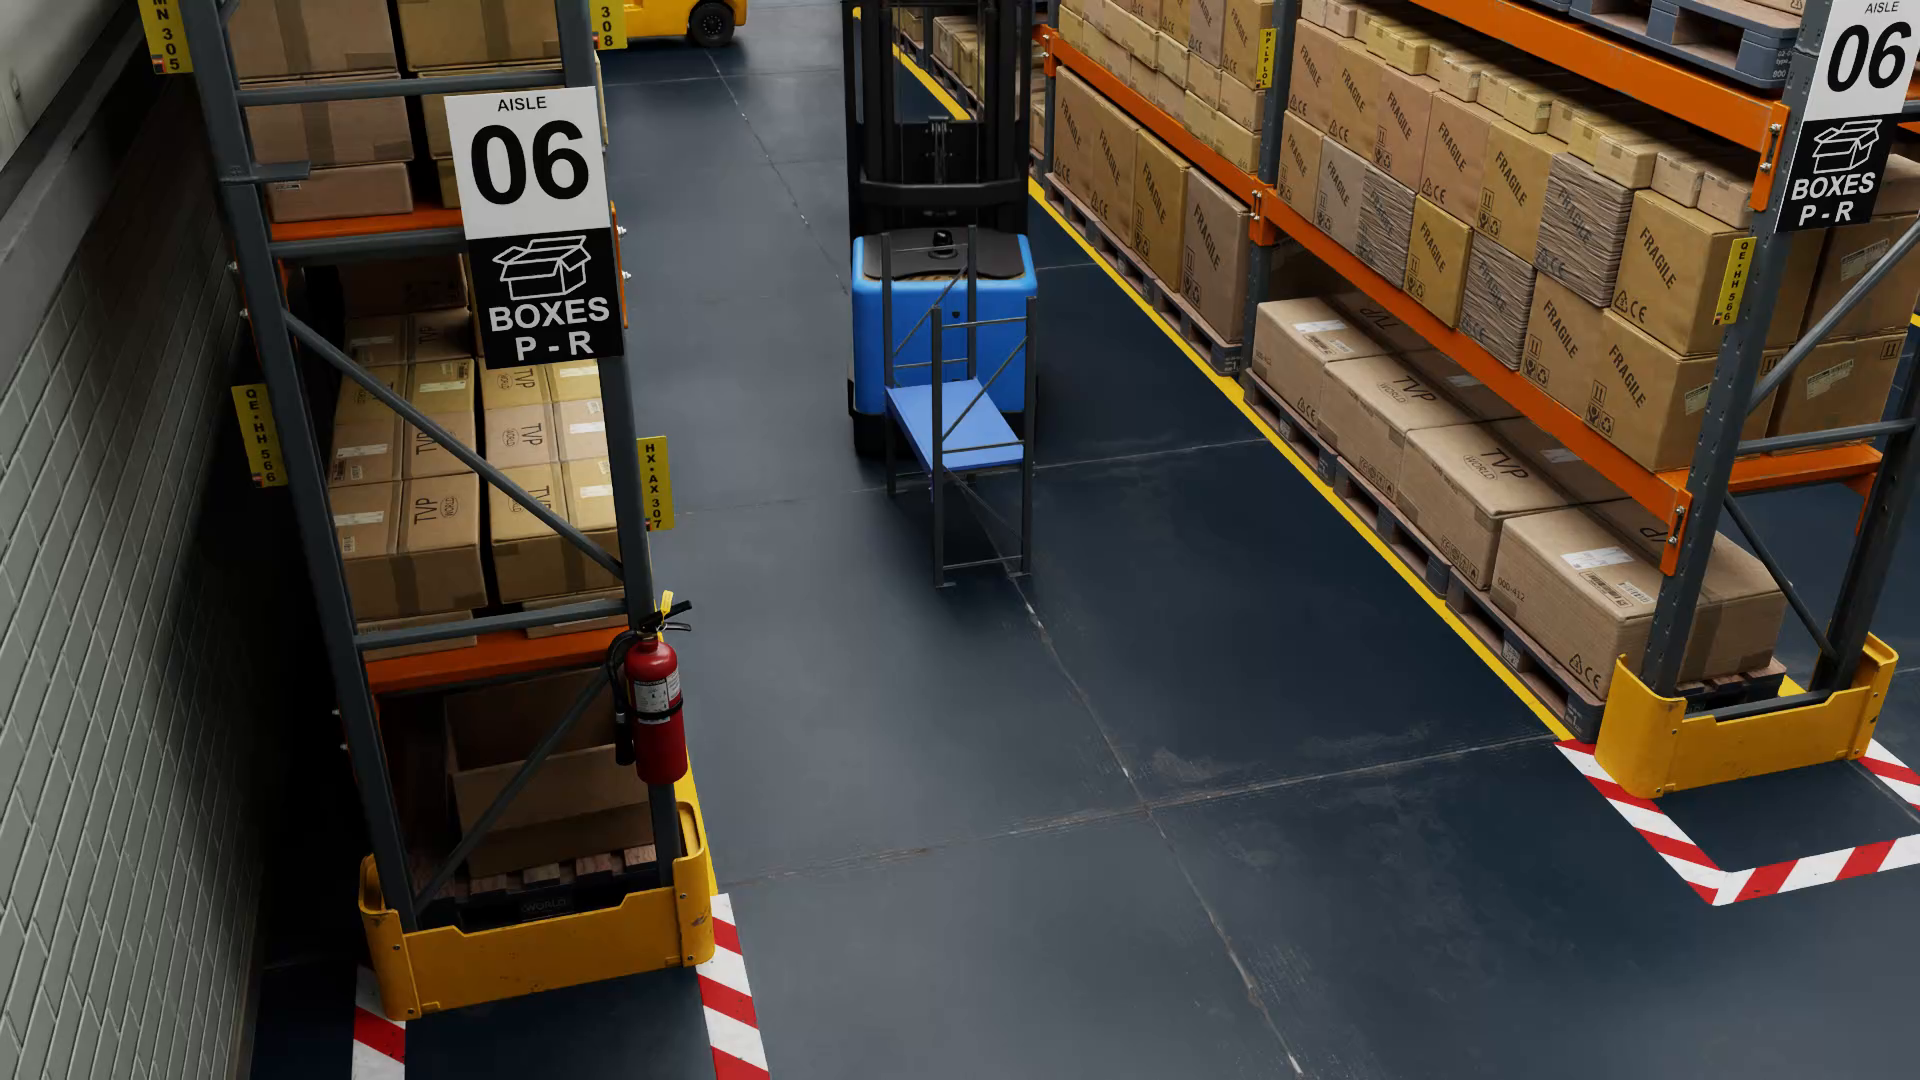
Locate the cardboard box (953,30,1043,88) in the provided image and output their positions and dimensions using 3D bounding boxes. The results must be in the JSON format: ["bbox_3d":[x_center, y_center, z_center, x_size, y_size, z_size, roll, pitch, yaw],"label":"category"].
[{"bbox_3d":[0.458,-4.628,15.956,0.950,0.372,0.625,-6,31,-10],"label":"cardboard box"}]

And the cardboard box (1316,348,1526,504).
[{"bbox_3d":[2.547,-0.643,9.005,0.875,0.438,0.875,-9,31,-15],"label":"cardboard box"}]

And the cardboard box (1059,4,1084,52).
[{"bbox_3d":[1.072,-3.917,12.673,0.500,0.250,0.500,-8,31,-14],"label":"cardboard box"}]

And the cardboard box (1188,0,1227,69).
[{"bbox_3d":[1.741,-3.227,10.233,0.500,0.500,0.500,-7,31,-12],"label":"cardboard box"}]

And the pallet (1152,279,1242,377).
[{"bbox_3d":[1.969,-1.476,11.089,1.003,0.211,1.213,-8,31,-13],"label":"pallet"}]

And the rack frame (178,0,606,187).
[{"bbox_3d":[-1.477,-2.323,3.780,1.000,3.000,0.127,-8,31,-13],"label":"rack frame"}]

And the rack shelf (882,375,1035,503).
[{"bbox_3d":[-0.023,-0.535,8.536,0.538,0.185,1.000,-8,31,-13],"label":"rack shelf"}]

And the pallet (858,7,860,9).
[{"bbox_3d":[-0.737,-6.475,19.726,1.003,0.211,1.213,-8,31,-13],"label":"pallet"}]

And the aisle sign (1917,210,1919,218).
[{"bbox_3d":[3.606,-1.517,5.781,0.394,0.787,0.004,-8,31,-13],"label":"aisle sign"}]

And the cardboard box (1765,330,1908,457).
[{"bbox_3d":[3.457,-0.701,6.867,0.500,0.500,0.500,-8,31,-14],"label":"cardboard box"}]

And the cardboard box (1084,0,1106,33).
[{"bbox_3d":[1.217,-3.876,12.103,0.500,0.250,0.500,-7,31,-12],"label":"cardboard box"}]

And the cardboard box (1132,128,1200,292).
[{"bbox_3d":[1.757,-2.306,11.442,0.875,0.875,0.875,-7,31,-12],"label":"cardboard box"}]

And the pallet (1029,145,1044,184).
[{"bbox_3d":[0.978,-3.422,14.452,1.003,0.211,1.213,-8,31,-13],"label":"pallet"}]

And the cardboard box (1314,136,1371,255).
[{"bbox_3d":[2.248,-1.858,8.866,0.500,0.500,0.500,-8,31,-13],"label":"cardboard box"}]

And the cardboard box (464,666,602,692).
[{"bbox_3d":[-1.737,0.448,7.058,0.700,0.500,0.500,-7,31,-11],"label":"cardboard box"}]

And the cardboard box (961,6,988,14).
[{"bbox_3d":[0.226,-5.821,17.389,0.500,0.500,0.500,-6,31,-11],"label":"cardboard box"}]

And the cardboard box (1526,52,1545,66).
[{"bbox_3d":[2.913,-2.344,8.060,0.380,0.149,0.250,-8,31,-14],"label":"cardboard box"}]

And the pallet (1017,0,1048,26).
[{"bbox_3d":[0.892,-4.499,13.720,1.213,0.211,1.003,-8,31,-13],"label":"pallet"}]

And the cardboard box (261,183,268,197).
[{"bbox_3d":[-1.914,-1.159,5.014,0.380,0.149,0.250,-7,31,-12],"label":"cardboard box"}]

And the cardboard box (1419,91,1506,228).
[{"bbox_3d":[2.523,-1.796,7.761,0.500,0.500,0.500,-8,31,-14],"label":"cardboard box"}]

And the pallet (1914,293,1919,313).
[{"bbox_3d":[7.204,-1.500,11.131,1.003,0.211,1.213,-8,31,-13],"label":"pallet"}]

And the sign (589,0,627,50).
[{"bbox_3d":[-0.954,-1.475,4.437,0.100,0.325,0.005,-8,31,-13],"label":"sign"}]

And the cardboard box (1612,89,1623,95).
[{"bbox_3d":[3.150,-1.981,7.434,0.380,0.149,0.250,-8,31,-13],"label":"cardboard box"}]

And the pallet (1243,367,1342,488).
[{"bbox_3d":[2.372,-0.735,9.810,1.003,0.211,1.213,-8,31,-13],"label":"pallet"}]

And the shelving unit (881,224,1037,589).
[{"bbox_3d":[-0.023,-0.690,8.445,0.538,1.500,1.048,-8,31,-13],"label":"shelving unit"}]

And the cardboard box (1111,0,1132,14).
[{"bbox_3d":[1.343,-3.967,11.511,0.500,0.500,0.500,-7,31,-12],"label":"cardboard box"}]

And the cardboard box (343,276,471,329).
[{"bbox_3d":[-2.393,-0.956,7.260,0.500,0.250,0.500,-7,31,-12],"label":"cardboard box"}]

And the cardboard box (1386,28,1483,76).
[{"bbox_3d":[2.321,-2.390,8.139,0.380,0.149,0.250,-9,31,-15],"label":"cardboard box"}]

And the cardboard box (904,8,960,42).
[{"bbox_3d":[-0.293,-5.425,17.454,0.500,0.250,0.500,-6,31,-11],"label":"cardboard box"}]

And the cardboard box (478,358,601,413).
[{"bbox_3d":[-1.609,-0.533,6.529,0.500,0.250,0.500,-8,31,-14],"label":"cardboard box"}]

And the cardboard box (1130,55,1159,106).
[{"bbox_3d":[1.493,-3.179,11.398,0.500,0.250,0.500,-8,31,-13],"label":"cardboard box"}]

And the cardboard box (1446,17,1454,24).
[{"bbox_3d":[2.657,-2.707,8.686,0.380,0.149,0.250,-8,31,-13],"label":"cardboard box"}]

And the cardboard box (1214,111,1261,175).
[{"bbox_3d":[1.884,-2.438,10.118,0.500,0.250,0.500,-9,31,-14],"label":"cardboard box"}]

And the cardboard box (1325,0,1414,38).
[{"bbox_3d":[2.163,-2.768,8.792,0.380,0.149,0.250,-7,31,-13],"label":"cardboard box"}]

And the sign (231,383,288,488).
[{"bbox_3d":[-2.017,-0.300,4.802,0.100,0.325,0.005,-8,31,-13],"label":"sign"}]

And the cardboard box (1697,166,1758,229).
[{"bbox_3d":[3.019,-1.291,6.241,0.380,0.149,0.250,-7,31,-13],"label":"cardboard box"}]

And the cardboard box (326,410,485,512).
[{"bbox_3d":[-1.991,-0.226,5.999,0.500,0.250,0.500,-8,31,-13],"label":"cardboard box"}]

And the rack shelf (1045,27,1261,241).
[{"bbox_3d":[1.715,-2.974,11.613,1.077,0.370,4.000,-8,31,-13],"label":"rack shelf"}]

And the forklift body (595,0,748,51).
[{"bbox_3d":[-3.462,-6.413,17.683,2.313,2.155,1.214,-8,31,-13],"label":"forklift body"}]

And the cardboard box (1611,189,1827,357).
[{"bbox_3d":[2.950,-1.065,6.498,0.500,0.500,0.500,-7,31,-12],"label":"cardboard box"}]

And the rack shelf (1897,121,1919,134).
[{"bbox_3d":[6.461,-3.681,12.834,1.077,0.370,4.000,-8,31,-13],"label":"rack shelf"}]

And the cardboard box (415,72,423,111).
[{"bbox_3d":[-1.486,-1.582,5.347,0.500,0.250,0.500,-7,31,-12],"label":"cardboard box"}]

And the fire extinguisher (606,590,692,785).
[{"bbox_3d":[-0.992,0.478,5.379,0.296,0.674,0.183,-8,31,-13],"label":"fire extinguisher"}]

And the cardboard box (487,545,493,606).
[{"bbox_3d":[-1.832,0.127,5.786,0.380,0.149,0.250,-7,31,-12],"label":"cardboard box"}]

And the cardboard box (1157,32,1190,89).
[{"bbox_3d":[1.611,-3.142,10.834,0.500,0.250,0.500,-7,31,-12],"label":"cardboard box"}]

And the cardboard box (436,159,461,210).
[{"bbox_3d":[-1.337,-1.100,4.913,0.380,0.149,0.250,-7,31,-12],"label":"cardboard box"}]

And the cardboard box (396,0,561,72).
[{"bbox_3d":[-1.353,-1.552,4.797,0.500,0.250,0.500,-8,31,-14],"label":"cardboard box"}]

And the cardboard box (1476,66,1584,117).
[{"bbox_3d":[2.576,-2.030,7.517,0.380,0.149,0.250,-7,31,-12],"label":"cardboard box"}]

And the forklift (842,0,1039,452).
[{"bbox_3d":[-0.141,-2.472,10.094,1.130,2.935,3.031,-1,30,-2],"label":"forklift"}]

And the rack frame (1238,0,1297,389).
[{"bbox_3d":[2.246,-2.320,9.764,1.000,3.000,0.127,-8,31,-13],"label":"rack frame"}]

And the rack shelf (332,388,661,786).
[{"bbox_3d":[-2.008,-0.381,7.132,1.077,0.370,4.000,-8,31,-13],"label":"rack shelf"}]

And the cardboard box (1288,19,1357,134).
[{"bbox_3d":[2.139,-2.534,9.035,0.500,0.500,0.500,-8,31,-13],"label":"cardboard box"}]

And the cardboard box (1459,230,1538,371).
[{"bbox_3d":[2.660,-1.120,7.592,0.500,0.500,0.500,-7,31,-12],"label":"cardboard box"}]

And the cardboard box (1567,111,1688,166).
[{"bbox_3d":[2.752,-1.651,6.863,0.380,0.149,0.250,-7,31,-12],"label":"cardboard box"}]

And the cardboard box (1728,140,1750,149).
[{"bbox_3d":[3.384,-1.611,6.793,0.380,0.149,0.250,-7,31,-12],"label":"cardboard box"}]

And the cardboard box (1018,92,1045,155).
[{"bbox_3d":[1.044,-3.570,14.128,0.950,0.372,0.625,-10,32,-17],"label":"cardboard box"}]
